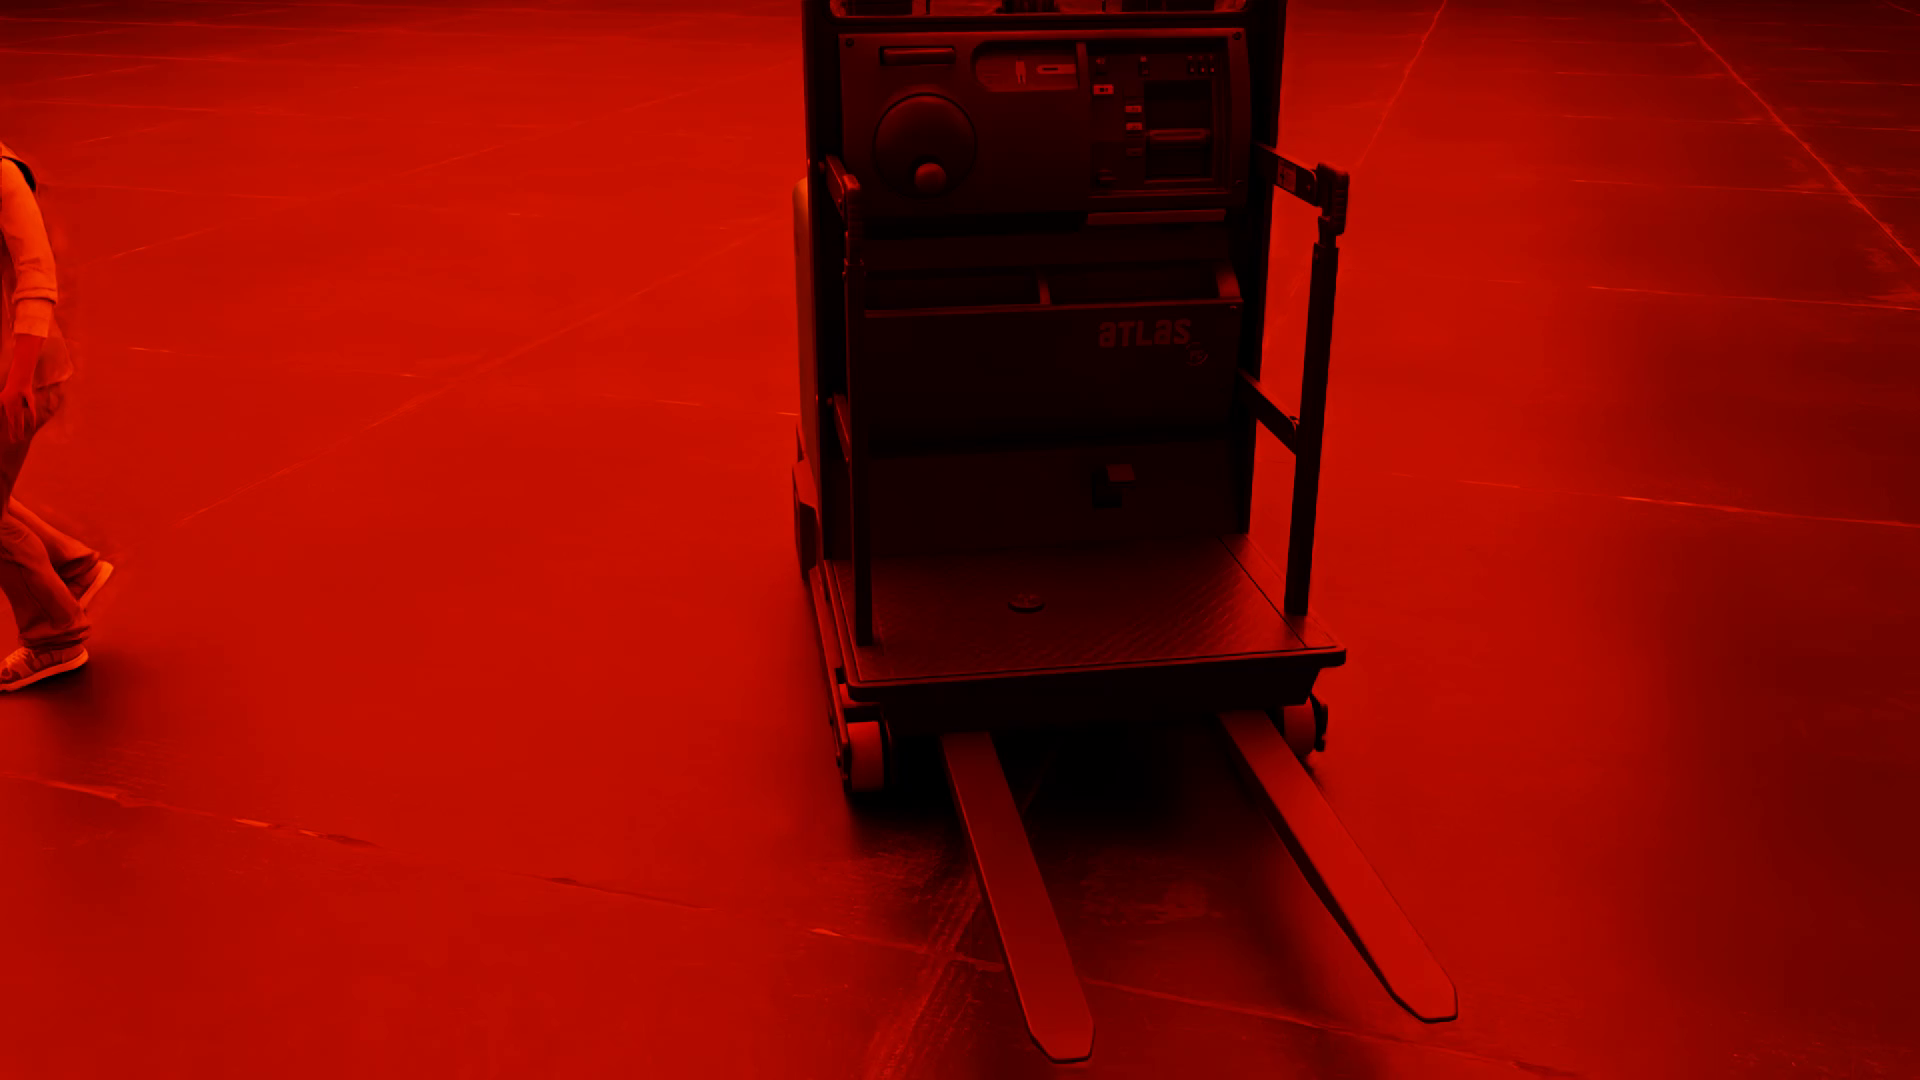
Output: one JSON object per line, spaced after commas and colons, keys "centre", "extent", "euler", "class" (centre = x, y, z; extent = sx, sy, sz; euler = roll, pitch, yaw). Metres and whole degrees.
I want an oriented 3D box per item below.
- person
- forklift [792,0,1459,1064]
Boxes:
{"centre": [-2.342, -0.370, 3.987], "extent": [0.425, 1.560, 0.647], "euler": [-15, 27, -32], "class": "person"}
{"centre": [0.233, -0.931, 3.534], "extent": [1.130, 2.935, 3.031], "euler": [-4, 23, -8], "class": "forklift"}
